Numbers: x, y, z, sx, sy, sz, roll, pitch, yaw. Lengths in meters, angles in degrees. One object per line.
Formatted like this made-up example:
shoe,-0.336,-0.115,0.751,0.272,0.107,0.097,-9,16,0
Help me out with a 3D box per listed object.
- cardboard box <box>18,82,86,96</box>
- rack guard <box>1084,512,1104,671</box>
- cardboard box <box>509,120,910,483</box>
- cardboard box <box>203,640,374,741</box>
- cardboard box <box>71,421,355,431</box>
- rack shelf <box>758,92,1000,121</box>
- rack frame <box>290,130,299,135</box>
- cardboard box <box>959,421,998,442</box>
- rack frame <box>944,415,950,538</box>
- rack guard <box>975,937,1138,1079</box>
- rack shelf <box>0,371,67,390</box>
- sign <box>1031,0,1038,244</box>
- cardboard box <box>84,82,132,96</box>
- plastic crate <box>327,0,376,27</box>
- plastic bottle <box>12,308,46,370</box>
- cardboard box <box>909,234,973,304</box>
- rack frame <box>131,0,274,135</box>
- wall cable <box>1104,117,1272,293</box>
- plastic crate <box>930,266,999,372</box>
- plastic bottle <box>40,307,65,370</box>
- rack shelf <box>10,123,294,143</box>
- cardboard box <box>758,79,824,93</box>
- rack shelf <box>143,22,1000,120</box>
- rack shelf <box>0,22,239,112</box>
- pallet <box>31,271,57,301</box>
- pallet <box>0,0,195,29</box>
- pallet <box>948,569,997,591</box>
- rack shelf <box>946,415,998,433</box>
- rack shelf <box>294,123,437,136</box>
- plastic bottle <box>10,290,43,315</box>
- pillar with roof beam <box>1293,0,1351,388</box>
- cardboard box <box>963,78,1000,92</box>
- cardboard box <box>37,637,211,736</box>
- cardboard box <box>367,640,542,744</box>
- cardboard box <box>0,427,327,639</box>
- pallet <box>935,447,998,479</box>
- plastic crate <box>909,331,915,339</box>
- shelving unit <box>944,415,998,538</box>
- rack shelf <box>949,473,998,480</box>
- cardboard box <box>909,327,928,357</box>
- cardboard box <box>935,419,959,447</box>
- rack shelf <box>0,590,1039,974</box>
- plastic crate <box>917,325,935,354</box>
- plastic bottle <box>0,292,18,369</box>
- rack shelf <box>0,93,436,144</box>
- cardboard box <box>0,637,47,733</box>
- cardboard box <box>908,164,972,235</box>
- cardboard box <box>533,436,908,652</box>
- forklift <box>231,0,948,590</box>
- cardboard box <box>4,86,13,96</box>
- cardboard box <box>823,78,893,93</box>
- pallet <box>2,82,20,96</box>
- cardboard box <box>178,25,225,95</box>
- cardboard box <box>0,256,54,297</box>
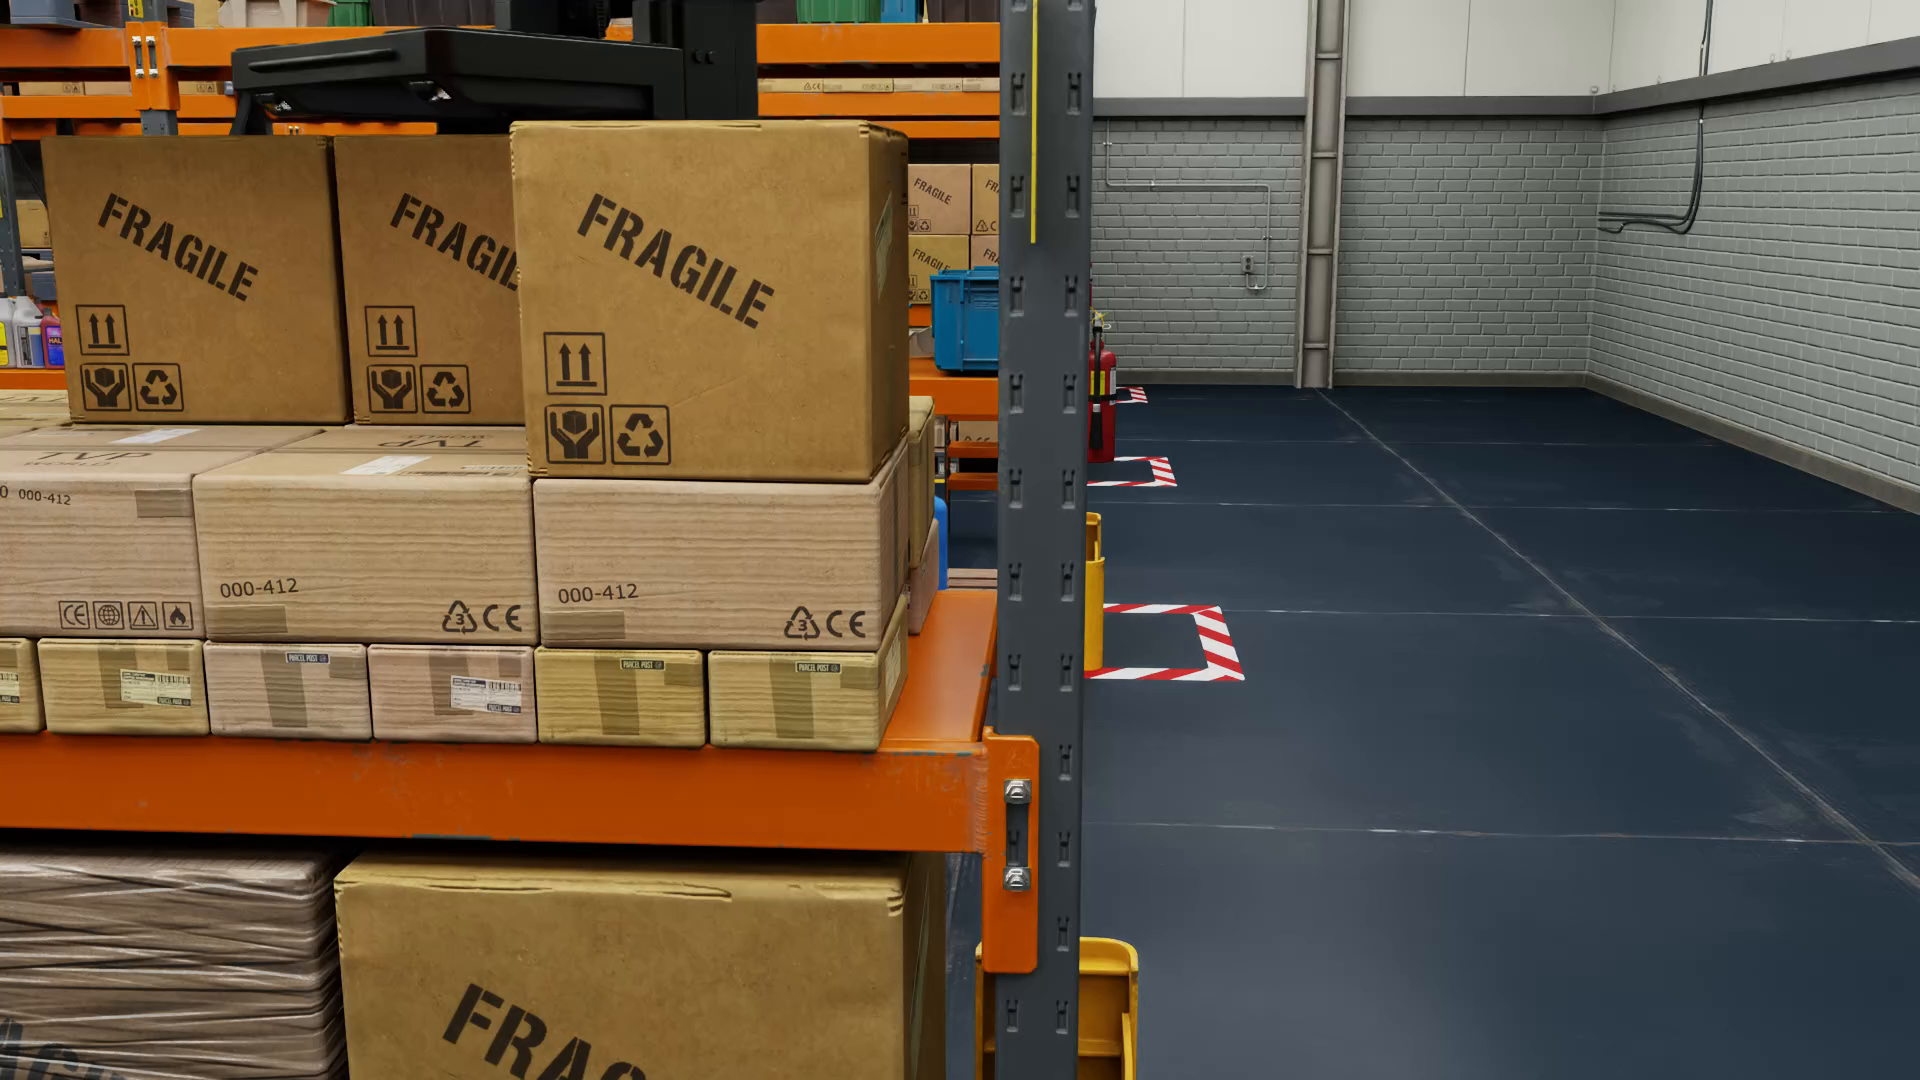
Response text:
cardboard box,-6.729,-3.638,12.766,0.500,0.500,0.910,1,12,4
rack guard,0.505,0.222,7.985,0.348,0.500,1.175,1,12,4
cardboard box,-0.354,-0.379,2.564,0.500,0.500,0.500,1,12,4
cardboard box,-0.988,0.188,2.658,0.250,0.149,0.380,1,12,5
cardboard box,-1.331,-0.134,3.225,0.500,0.250,0.500,0,12,2
rack shelf,-1.180,-3.154,12.453,4.000,0.370,1.077,1,12,4
rack frame,-6.840,-3.132,17.917,0.127,3.000,1.000,1,12,4
cardboard box,0.256,-0.960,12.561,0.500,0.500,0.500,1,12,4
rack frame,-0.078,-0.588,10.150,0.015,1.200,0.240,1,12,4
rack guard,0.174,1.237,3.135,0.348,0.500,1.175,1,12,4
rack shelf,-5.506,-0.729,8.184,4.000,0.370,1.077,1,12,4
sign,0.099,-0.559,2.209,0.005,0.325,0.100,1,12,4
cardboard box,-6.220,-3.631,12.732,0.500,0.500,0.910,1,12,4
plastic crate,-3.068,-2.474,7.962,0.662,0.188,0.450,1,12,4
plastic bottle,-4.290,-0.937,7.726,0.135,0.276,0.152,1,12,4
cardboard box,-0.168,-2.017,12.339,0.500,0.500,0.500,1,12,4
rack frame,-3.510,-1.054,7.980,0.127,3.000,1.000,1,12,4
wall cable,2.483,-3.696,18.130,1.851,1.984,0.084,1,12,4
plastic crate,0.134,-1.012,7.548,0.499,0.435,0.616,1,12,4
plastic bottle,-4.159,-0.930,7.672,0.133,0.283,0.061,1,12,4
rack shelf,-8.835,-4.276,17.814,4.000,0.370,1.077,1,12,4
cardboard box,-1.211,-3.382,12.152,0.500,0.250,0.500,1,12,4
rack shelf,-1.515,-2.142,7.615,4.000,0.370,1.077,1,12,4
rack shelf,-5.506,-2.197,7.877,4.000,0.370,1.077,1,12,4
pallet,-6.486,-2.032,13.122,1.003,0.211,1.213,1,12,4
pallet,-6.198,-1.587,10.504,5.144,3.011,6.198,1,12,4
pallet,-0.340,0.347,8.095,1.213,0.211,1.003,1,12,4
rack shelf,0.165,-0.738,10.102,0.480,0.148,0.258,1,12,4
rack shelf,-4.844,-4.221,17.552,4.000,0.370,1.077,1,12,4
plastic bottle,-4.440,-1.005,7.866,0.185,0.351,0.144,1,12,4
pillar with roof beam,3.607,-5.220,13.243,0.400,9.000,9.100,1,12,4
cardboard box,0.285,-3.359,12.040,0.500,0.250,0.500,1,12,4
cardboard box,-1.247,0.184,2.674,0.250,0.149,0.380,1,12,2
cardboard box,-0.739,0.191,2.641,0.250,0.149,0.380,1,12,4
cardboard box,-1.366,-0.026,2.705,0.500,0.250,0.500,0,12,2
pallet,-27.335,-2.474,0.118,54.027,8.999,28.867,1,12,4
plastic crate,-0.345,-0.874,7.615,0.243,0.136,0.396,1,12,4
shelving unit,0.163,-0.585,10.135,0.499,1.200,0.258,1,12,4
rack shelf,0.165,-0.363,10.181,0.457,0.050,0.221,1,12,4
cardboard box,-0.564,-2.008,17.619,0.500,0.500,0.700,0,12,2
cardboard box,-0.142,-0.820,12.710,0.250,0.166,0.380,1,12,4
rack shelf,-1.846,0.338,3.085,4.000,0.370,1.077,1,12,4
plastic crate,-0.058,-0.991,8.178,0.298,0.136,0.250,1,12,4
plastic bottle,-4.449,-0.975,7.725,0.185,0.351,0.144,1,12,4
rack shelf,-5.171,-3.209,12.714,4.000,0.370,1.077,1,12,4
cardboard box,-1.506,0.181,2.690,0.250,0.149,0.380,1,12,4
cardboard box,-0.151,-2.506,12.235,0.500,0.500,0.500,1,12,5
cardboard box,-0.352,-0.012,2.638,0.500,0.250,0.500,1,12,3
forklift,-1.375,-0.377,4.914,1.130,2.935,3.031,10,16,40
cardboard box,-10.290,-4.886,17.704,0.500,0.500,0.500,3,12,12
cardboard box,-0.713,-3.372,12.103,0.500,0.250,0.500,1,12,4
pallet,-7.850,-3.487,12.748,1.003,0.211,1.213,1,12,6
cardboard box,-5.702,-3.624,12.698,0.500,0.500,0.910,1,12,4
cardboard box,-7.527,-2.091,13.154,0.500,0.311,0.500,2,12,7
